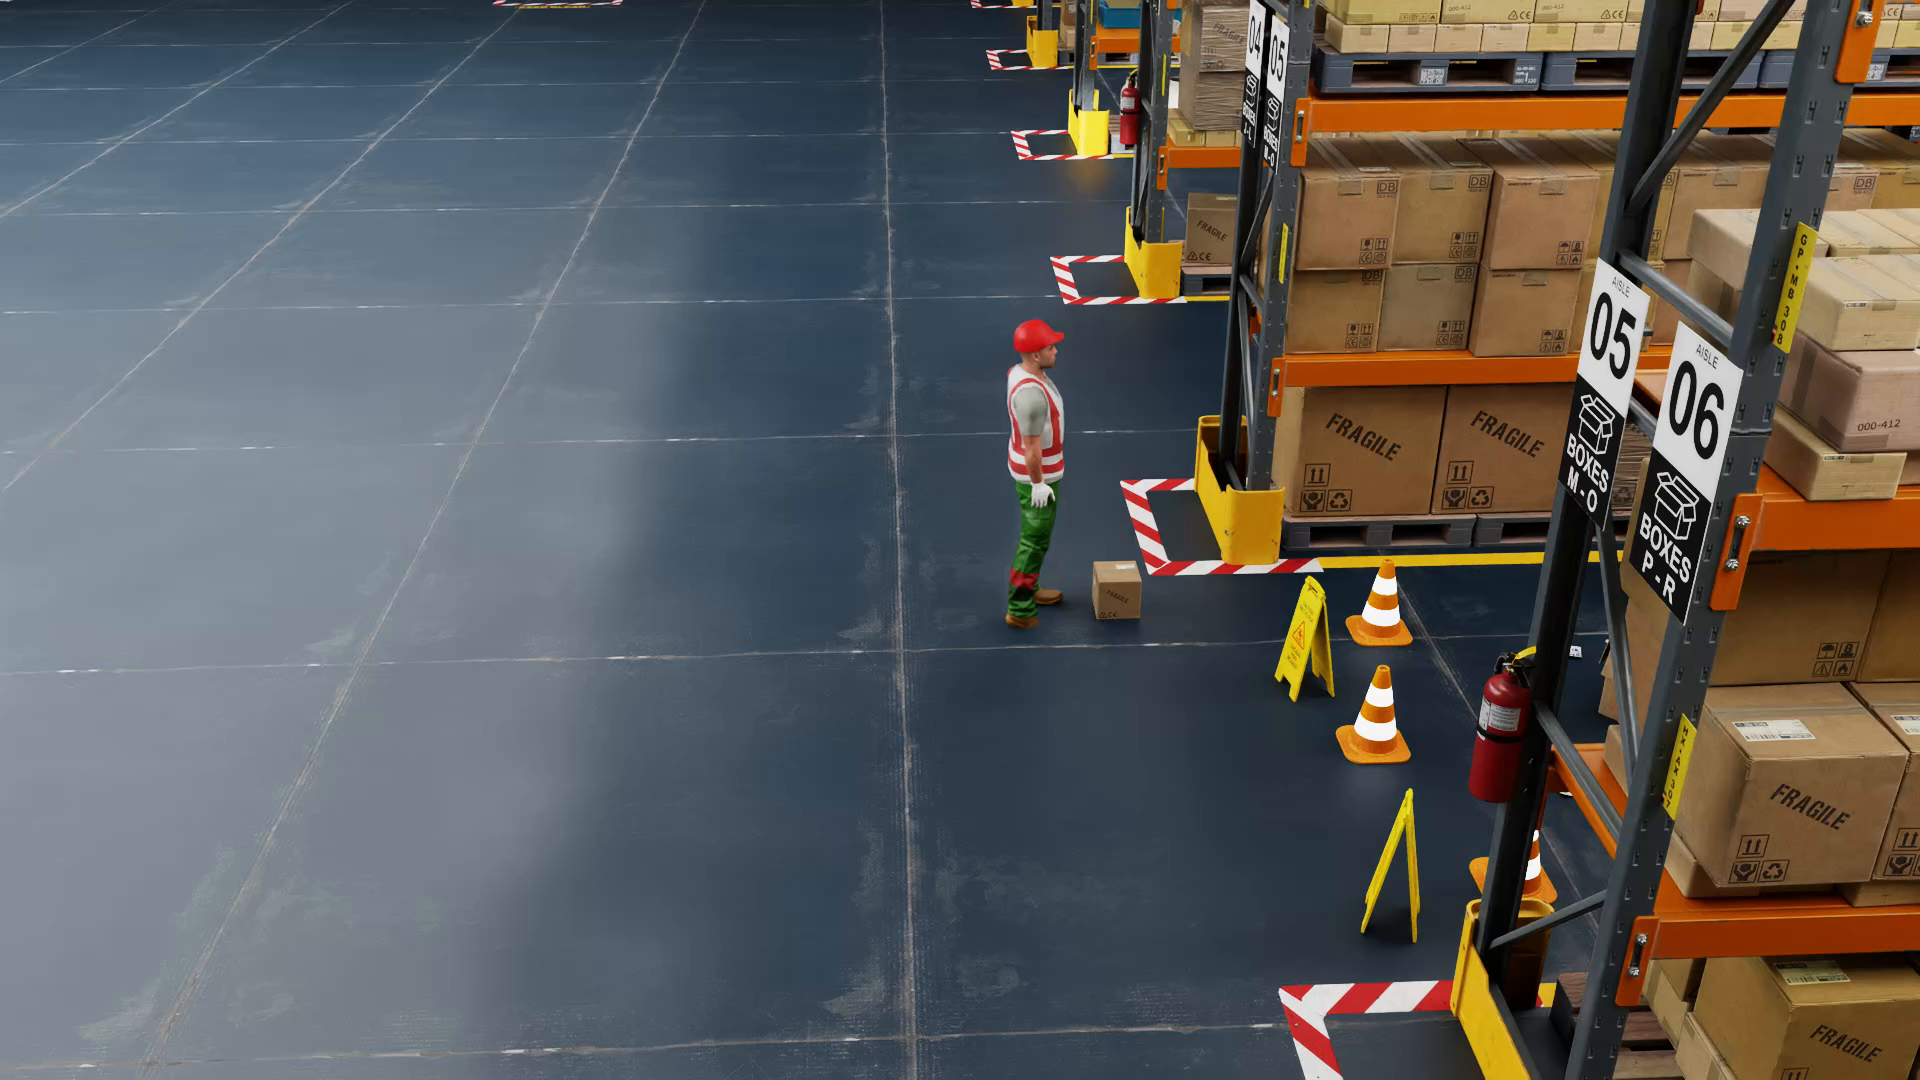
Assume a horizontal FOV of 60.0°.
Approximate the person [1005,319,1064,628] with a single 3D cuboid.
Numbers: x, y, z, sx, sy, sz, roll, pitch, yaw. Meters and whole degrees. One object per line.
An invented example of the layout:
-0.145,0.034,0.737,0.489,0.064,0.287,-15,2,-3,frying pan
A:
0.435,-0.359,9.353,0.356,1.842,0.525,-1,27,-1,person
